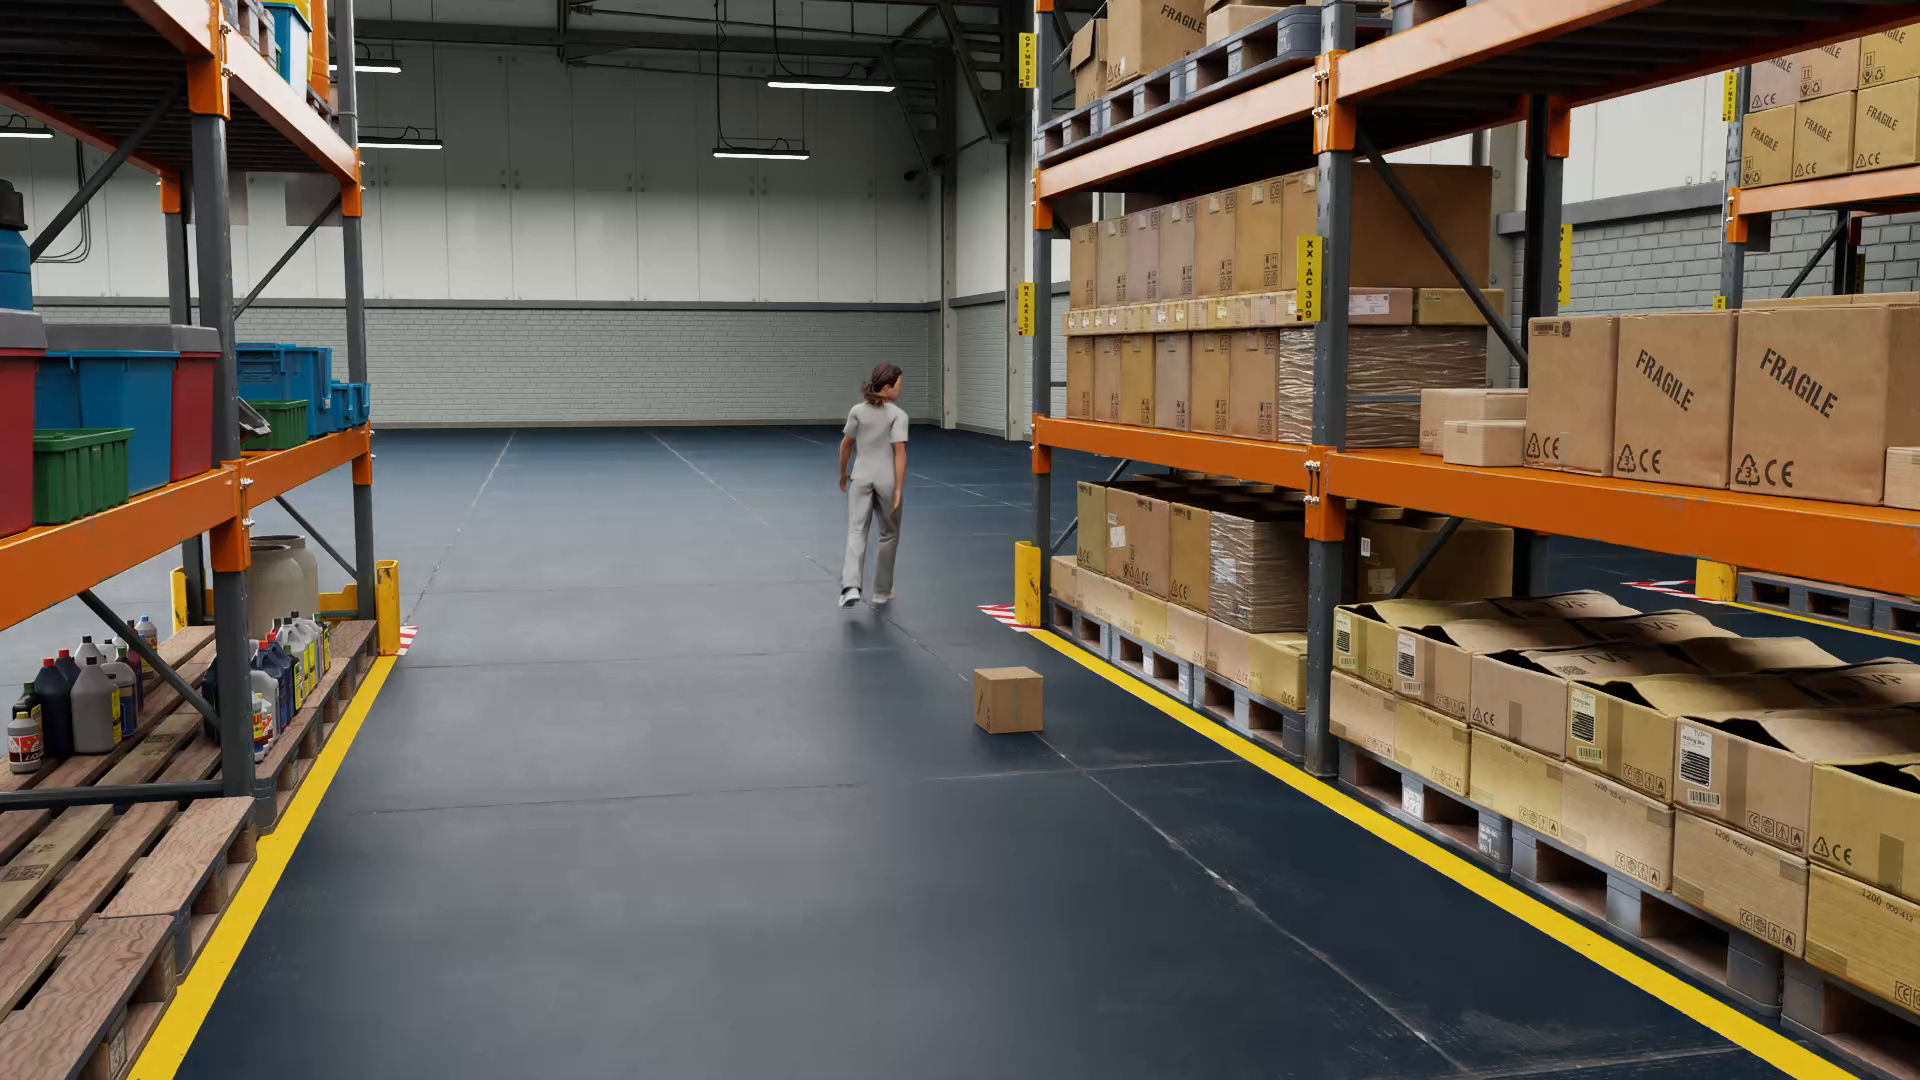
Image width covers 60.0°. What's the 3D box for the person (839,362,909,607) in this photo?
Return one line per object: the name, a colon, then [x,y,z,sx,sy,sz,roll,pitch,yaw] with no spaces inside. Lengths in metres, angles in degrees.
person: [-0.583,-0.358,10.971,0.539,1.627,0.989,1,6,9]
